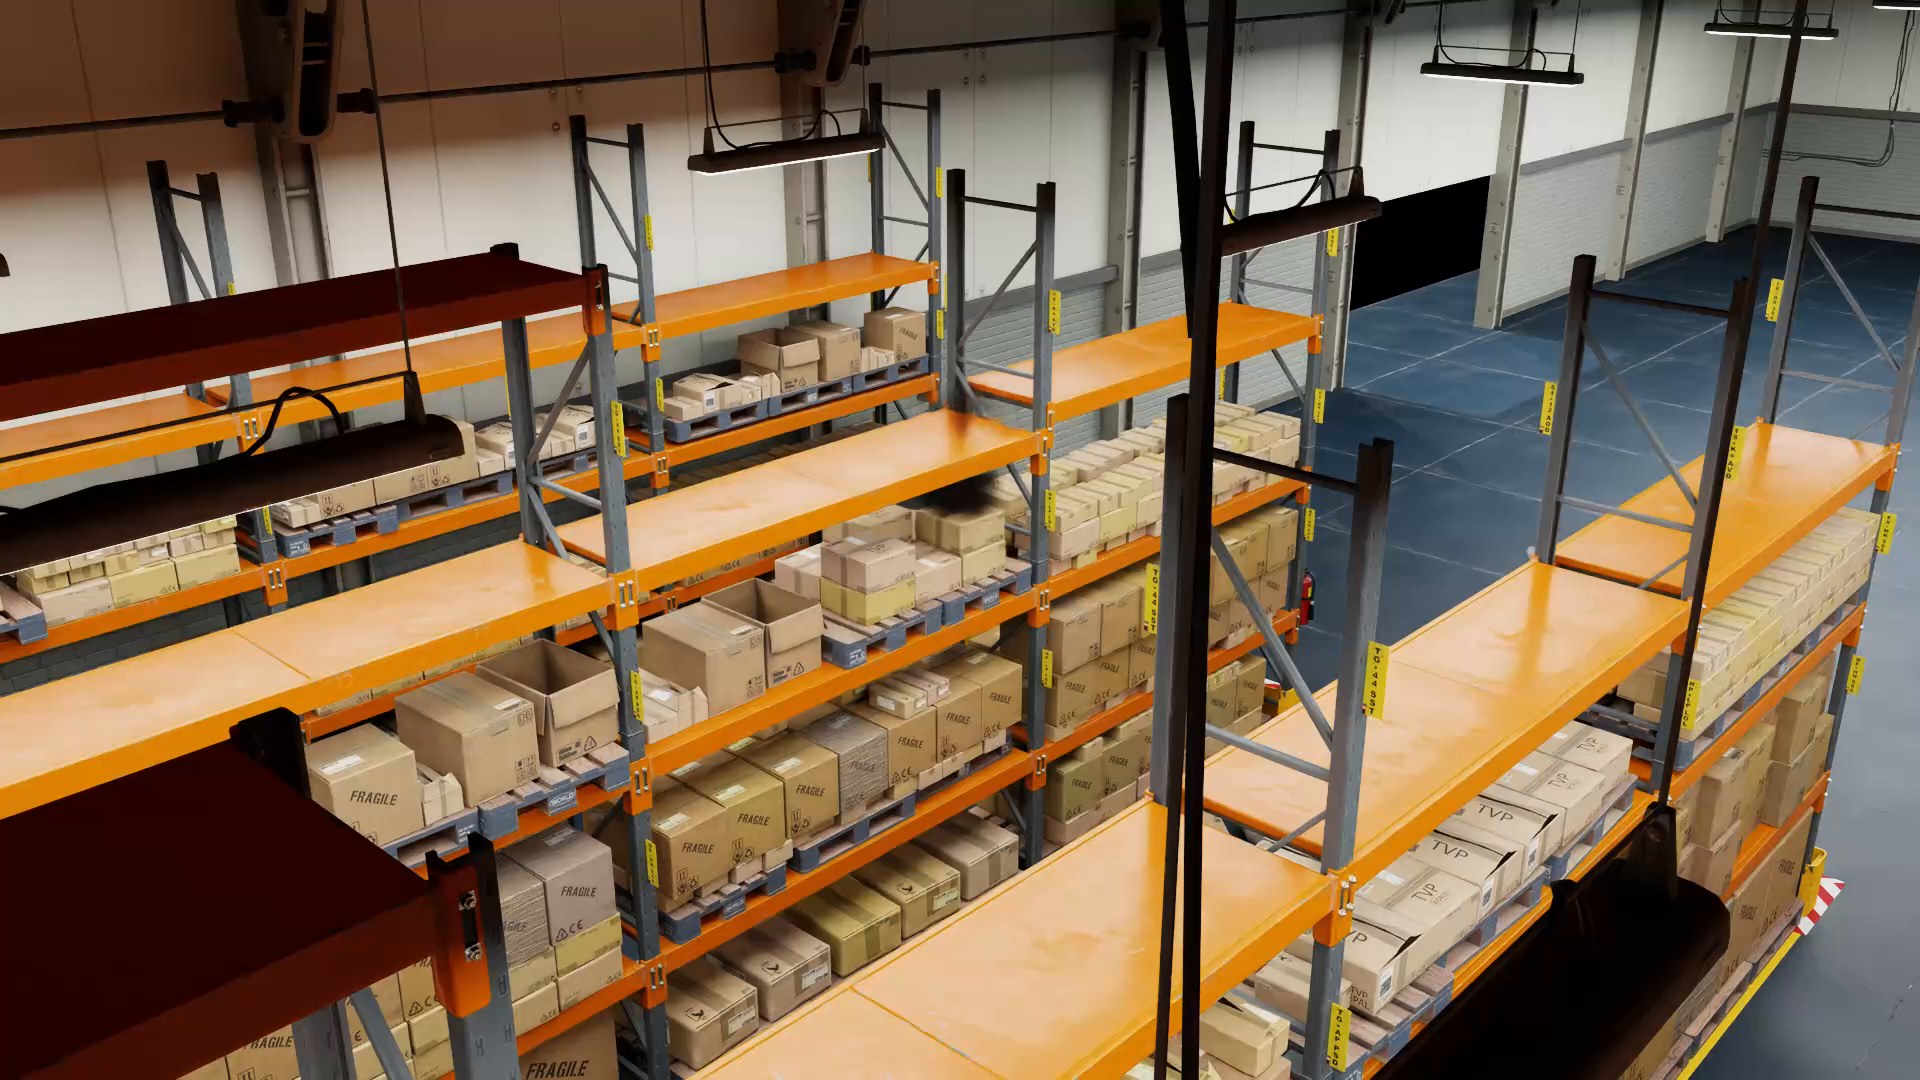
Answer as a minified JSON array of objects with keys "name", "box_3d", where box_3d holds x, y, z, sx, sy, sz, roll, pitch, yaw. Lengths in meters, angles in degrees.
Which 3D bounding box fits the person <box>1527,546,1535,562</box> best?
[{"name":"person","box_3d":[6.021,0.934,17.345,0.542,1.668,0.790,-1,21,-3]}]
